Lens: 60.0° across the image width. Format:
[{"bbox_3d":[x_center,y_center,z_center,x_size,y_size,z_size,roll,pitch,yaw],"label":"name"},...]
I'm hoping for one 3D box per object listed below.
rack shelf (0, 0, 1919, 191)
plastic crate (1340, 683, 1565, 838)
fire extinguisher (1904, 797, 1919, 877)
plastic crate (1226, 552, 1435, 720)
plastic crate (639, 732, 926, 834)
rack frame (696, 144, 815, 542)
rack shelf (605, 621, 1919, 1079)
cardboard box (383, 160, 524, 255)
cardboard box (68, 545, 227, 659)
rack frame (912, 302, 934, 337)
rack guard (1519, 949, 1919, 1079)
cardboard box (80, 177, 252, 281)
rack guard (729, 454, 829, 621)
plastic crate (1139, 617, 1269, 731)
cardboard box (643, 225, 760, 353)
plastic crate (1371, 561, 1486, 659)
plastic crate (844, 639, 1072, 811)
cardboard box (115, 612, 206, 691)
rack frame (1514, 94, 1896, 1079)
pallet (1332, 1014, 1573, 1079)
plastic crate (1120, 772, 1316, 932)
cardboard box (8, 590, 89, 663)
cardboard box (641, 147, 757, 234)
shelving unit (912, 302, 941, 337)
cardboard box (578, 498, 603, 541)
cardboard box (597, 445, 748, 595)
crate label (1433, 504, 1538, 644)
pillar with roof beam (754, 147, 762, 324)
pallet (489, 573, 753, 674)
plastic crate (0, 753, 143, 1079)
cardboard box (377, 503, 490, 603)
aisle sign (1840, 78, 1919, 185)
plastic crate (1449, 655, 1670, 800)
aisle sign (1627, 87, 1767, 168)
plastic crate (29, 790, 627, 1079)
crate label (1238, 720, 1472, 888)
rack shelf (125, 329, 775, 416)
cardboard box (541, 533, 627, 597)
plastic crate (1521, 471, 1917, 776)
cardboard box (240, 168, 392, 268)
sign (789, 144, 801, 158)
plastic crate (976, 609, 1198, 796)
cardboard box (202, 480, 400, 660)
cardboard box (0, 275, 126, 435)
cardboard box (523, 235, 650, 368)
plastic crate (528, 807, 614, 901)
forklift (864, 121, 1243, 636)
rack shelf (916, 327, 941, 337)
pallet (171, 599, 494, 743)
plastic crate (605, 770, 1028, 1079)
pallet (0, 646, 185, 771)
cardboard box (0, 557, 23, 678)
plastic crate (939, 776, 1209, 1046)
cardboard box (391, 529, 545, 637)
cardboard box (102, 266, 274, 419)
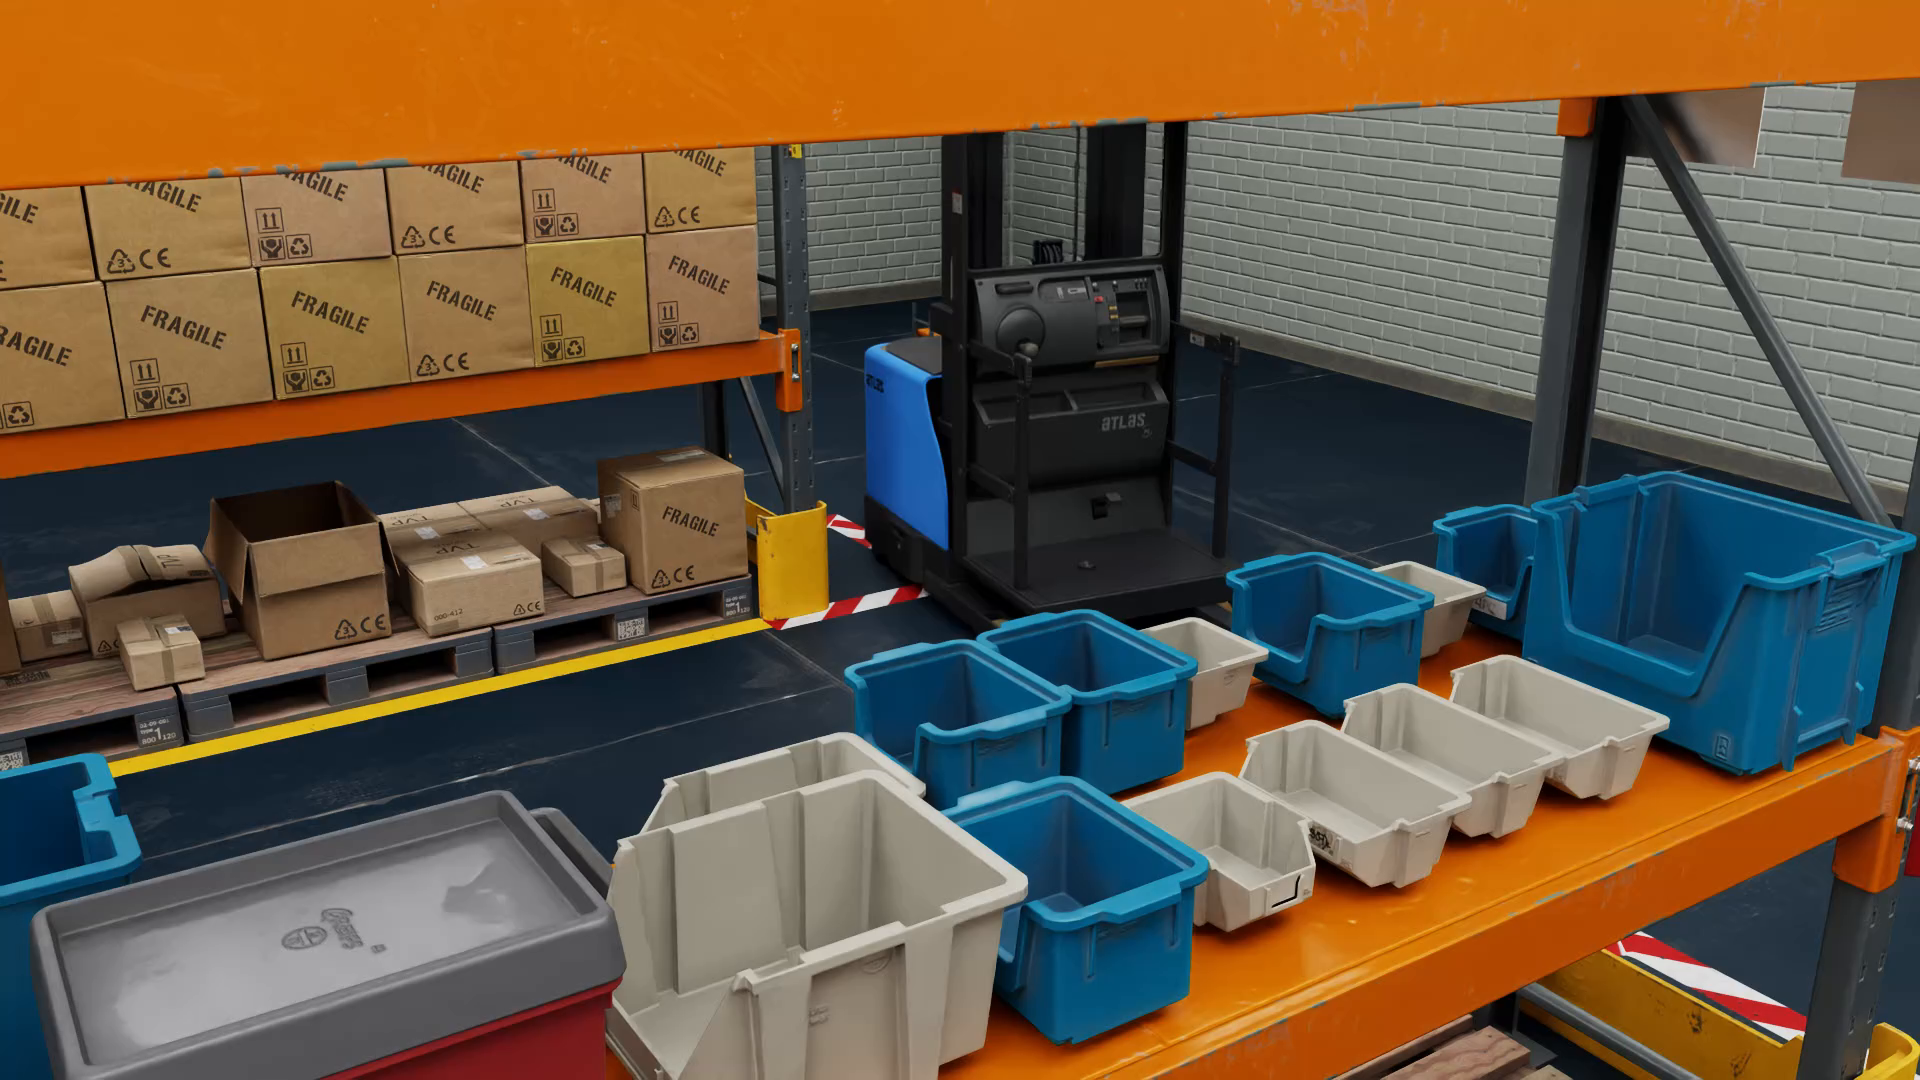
[{"bbox_3d":[0.060,-0.642,2.400,4.000,0.370,1.077,-12,22,-31],"label":"rack shelf"},{"bbox_3d":[0.899,0.421,3.133,0.243,0.136,0.396,-12,22,-31],"label":"plastic crate"},{"bbox_3d":[2.106,0.394,3.599,0.183,0.674,0.296,-12,22,-31],"label":"fire extinguisher"},{"bbox_3d":[0.793,0.208,3.614,0.300,0.233,0.416,-12,22,-31],"label":"plastic crate"},{"bbox_3d":[-0.322,0.500,2.901,0.466,0.136,0.293,-12,22,-31],"label":"plastic crate"},{"bbox_3d":[-0.991,-1.240,7.729,0.127,3.000,1.000,-12,22,-31],"label":"rack frame"},{"bbox_3d":[0.060,0.779,2.881,4.000,0.370,1.077,-12,22,-31],"label":"rack shelf"},{"bbox_3d":[-2.063,-1.427,6.565,0.500,0.500,0.500,-11,22,-30],"label":"cardboard box"},{"bbox_3d":[-3.385,0.222,6.917,0.500,0.311,0.500,-12,22,-31],"label":"cardboard box"},{"bbox_3d":[-0.191,-0.635,8.747,0.015,1.200,0.240,-8,20,-24],"label":"rack frame"},{"bbox_3d":[1.743,1.262,4.231,0.348,0.500,1.175,-12,22,-31],"label":"rack guard"},{"bbox_3d":[-2.923,-1.245,6.028,0.500,0.500,0.500,-13,22,-33],"label":"cardboard box"},{"bbox_3d":[-1.054,-0.042,8.089,0.348,0.500,1.175,-12,22,-31],"label":"rack guard"},{"bbox_3d":[0.463,0.291,3.517,0.298,0.136,0.250,-12,22,-31],"label":"plastic crate"},{"bbox_3d":[-1.215,-1.136,7.264,0.500,0.500,0.500,-11,22,-30],"label":"cardboard box"},{"bbox_3d":[1.029,0.172,3.871,0.298,0.136,0.250,-12,22,-31],"label":"plastic crate"},{"bbox_3d":[-0.007,0.377,3.114,0.300,0.233,0.416,-12,22,-31],"label":"plastic crate"},{"bbox_3d":[-3.145,0.427,6.534,0.250,0.166,0.380,-12,22,-31],"label":"cardboard box"},{"bbox_3d":[1.732,0.087,3.805,0.053,2.616,0.949,-12,22,-31],"label":"rack frame"},{"bbox_3d":[1.020,1.542,3.855,1.213,0.211,1.003,-12,22,-31],"label":"pallet"},{"bbox_3d":[0.442,0.534,2.799,0.250,0.136,0.298,-12,22,-31],"label":"plastic crate"},{"bbox_3d":[-3.732,0.348,6.795,0.250,0.149,0.380,-12,22,-31],"label":"cardboard box"},{"bbox_3d":[-1.211,-1.609,7.103,0.500,0.500,0.500,-12,22,-32],"label":"cardboard box"},{"bbox_3d":[0.030,-0.668,8.844,0.503,1.200,0.258,-8,20,-24],"label":"shelving unit"},{"bbox_3d":[-1.738,-0.080,8.035,0.250,0.166,0.380,-12,22,-31],"label":"cardboard box"},{"bbox_3d":[-1.310,-0.102,7.580,0.500,0.500,0.500,-12,22,-31],"label":"cardboard box"},{"bbox_3d":[1.343,0.092,3.957,0.303,0.233,0.416,-12,22,-31],"label":"crate label"},{"bbox_3d":[0.428,-4.962,9.370,0.400,9.000,9.100,-12,22,-31],"label":"pillar with roof beam"},{"bbox_3d":[-1.720,0.235,7.720,1.213,0.211,1.003,-12,22,-31],"label":"pallet"},{"bbox_3d":[-1.408,0.596,2.230,0.575,0.384,0.392,-12,22,-31],"label":"plastic crate"},{"bbox_3d":[-2.436,0.050,7.519,0.500,0.250,0.500,-12,22,-31],"label":"cardboard box"},{"bbox_3d":[1.951,-1.080,3.197,0.004,0.787,0.394,-12,22,-31],"label":"aisle sign"},{"bbox_3d":[1.149,0.374,3.272,0.243,0.136,0.396,-12,22,-31],"label":"plastic crate"},{"bbox_3d":[1.627,-1.238,3.664,0.004,0.787,0.394,-12,22,-31],"label":"aisle sign"},{"bbox_3d":[-0.727,0.641,1.971,0.583,0.464,0.402,-12,22,-31],"label":"plastic crate"},{"bbox_3d":[0.680,0.477,2.968,0.243,0.136,0.396,-12,22,-31],"label":"crate label"},{"bbox_3d":[-2.661,-0.639,6.771,3.809,0.124,0.919,-12,22,-31],"label":"rack shelf"},{"bbox_3d":[-1.697,0.103,7.494,0.250,0.166,0.380,-12,22,-31],"label":"cardboard box"},{"bbox_3d":[1.553,0.149,3.470,0.499,0.435,0.616,-12,22,-31],"label":"plastic crate"},{"bbox_3d":[-2.492,-1.337,6.298,0.500,0.500,0.500,-11,22,-30],"label":"cardboard box"},{"bbox_3d":[-0.702,-1.786,7.043,0.005,0.325,0.100,-12,22,-31],"label":"sign"},{"bbox_3d":[0.243,0.324,3.271,0.300,0.233,0.416,-12,22,-31],"label":"plastic crate"},{"bbox_3d":[-2.765,0.107,6.957,0.637,0.503,0.797,-12,22,-31],"label":"cardboard box"},{"bbox_3d":[-3.330,-0.691,5.948,0.500,0.500,0.500,-11,22,-30],"label":"cardboard box"},{"bbox_3d":[-1.647,-1.043,6.991,0.500,0.500,0.500,-12,22,-31],"label":"cardboard box"},{"bbox_3d":[-0.823,0.623,2.554,0.590,0.125,0.437,-12,22,-31],"label":"plastic crate"},{"bbox_3d":[0.589,-0.983,7.075,1.130,2.935,3.031,-8,20,-24],"label":"forklift"},{"bbox_3d":[0.029,-1.040,8.720,0.480,0.148,0.258,-8,20,-24],"label":"rack shelf"},{"bbox_3d":[-2.738,0.449,7.088,1.213,0.211,1.003,-12,22,-31],"label":"pallet"},{"bbox_3d":[-0.234,0.598,2.383,0.530,0.282,0.437,-12,22,-31],"label":"plastic crate"},{"bbox_3d":[-3.758,0.665,6.448,1.213,0.211,1.003,-12,22,-31],"label":"pallet"},{"bbox_3d":[-4.012,0.264,6.496,0.500,0.500,0.500,-12,22,-31],"label":"cardboard box"},{"bbox_3d":[0.156,0.567,2.552,0.300,0.233,0.416,-12,22,-31],"label":"plastic crate"},{"bbox_3d":[-2.120,0.175,7.149,0.500,0.250,0.500,-12,22,-31],"label":"cardboard box"},{"bbox_3d":[-2.911,-0.778,6.207,0.500,0.500,0.500,-12,22,-32],"label":"cardboard box"}]
